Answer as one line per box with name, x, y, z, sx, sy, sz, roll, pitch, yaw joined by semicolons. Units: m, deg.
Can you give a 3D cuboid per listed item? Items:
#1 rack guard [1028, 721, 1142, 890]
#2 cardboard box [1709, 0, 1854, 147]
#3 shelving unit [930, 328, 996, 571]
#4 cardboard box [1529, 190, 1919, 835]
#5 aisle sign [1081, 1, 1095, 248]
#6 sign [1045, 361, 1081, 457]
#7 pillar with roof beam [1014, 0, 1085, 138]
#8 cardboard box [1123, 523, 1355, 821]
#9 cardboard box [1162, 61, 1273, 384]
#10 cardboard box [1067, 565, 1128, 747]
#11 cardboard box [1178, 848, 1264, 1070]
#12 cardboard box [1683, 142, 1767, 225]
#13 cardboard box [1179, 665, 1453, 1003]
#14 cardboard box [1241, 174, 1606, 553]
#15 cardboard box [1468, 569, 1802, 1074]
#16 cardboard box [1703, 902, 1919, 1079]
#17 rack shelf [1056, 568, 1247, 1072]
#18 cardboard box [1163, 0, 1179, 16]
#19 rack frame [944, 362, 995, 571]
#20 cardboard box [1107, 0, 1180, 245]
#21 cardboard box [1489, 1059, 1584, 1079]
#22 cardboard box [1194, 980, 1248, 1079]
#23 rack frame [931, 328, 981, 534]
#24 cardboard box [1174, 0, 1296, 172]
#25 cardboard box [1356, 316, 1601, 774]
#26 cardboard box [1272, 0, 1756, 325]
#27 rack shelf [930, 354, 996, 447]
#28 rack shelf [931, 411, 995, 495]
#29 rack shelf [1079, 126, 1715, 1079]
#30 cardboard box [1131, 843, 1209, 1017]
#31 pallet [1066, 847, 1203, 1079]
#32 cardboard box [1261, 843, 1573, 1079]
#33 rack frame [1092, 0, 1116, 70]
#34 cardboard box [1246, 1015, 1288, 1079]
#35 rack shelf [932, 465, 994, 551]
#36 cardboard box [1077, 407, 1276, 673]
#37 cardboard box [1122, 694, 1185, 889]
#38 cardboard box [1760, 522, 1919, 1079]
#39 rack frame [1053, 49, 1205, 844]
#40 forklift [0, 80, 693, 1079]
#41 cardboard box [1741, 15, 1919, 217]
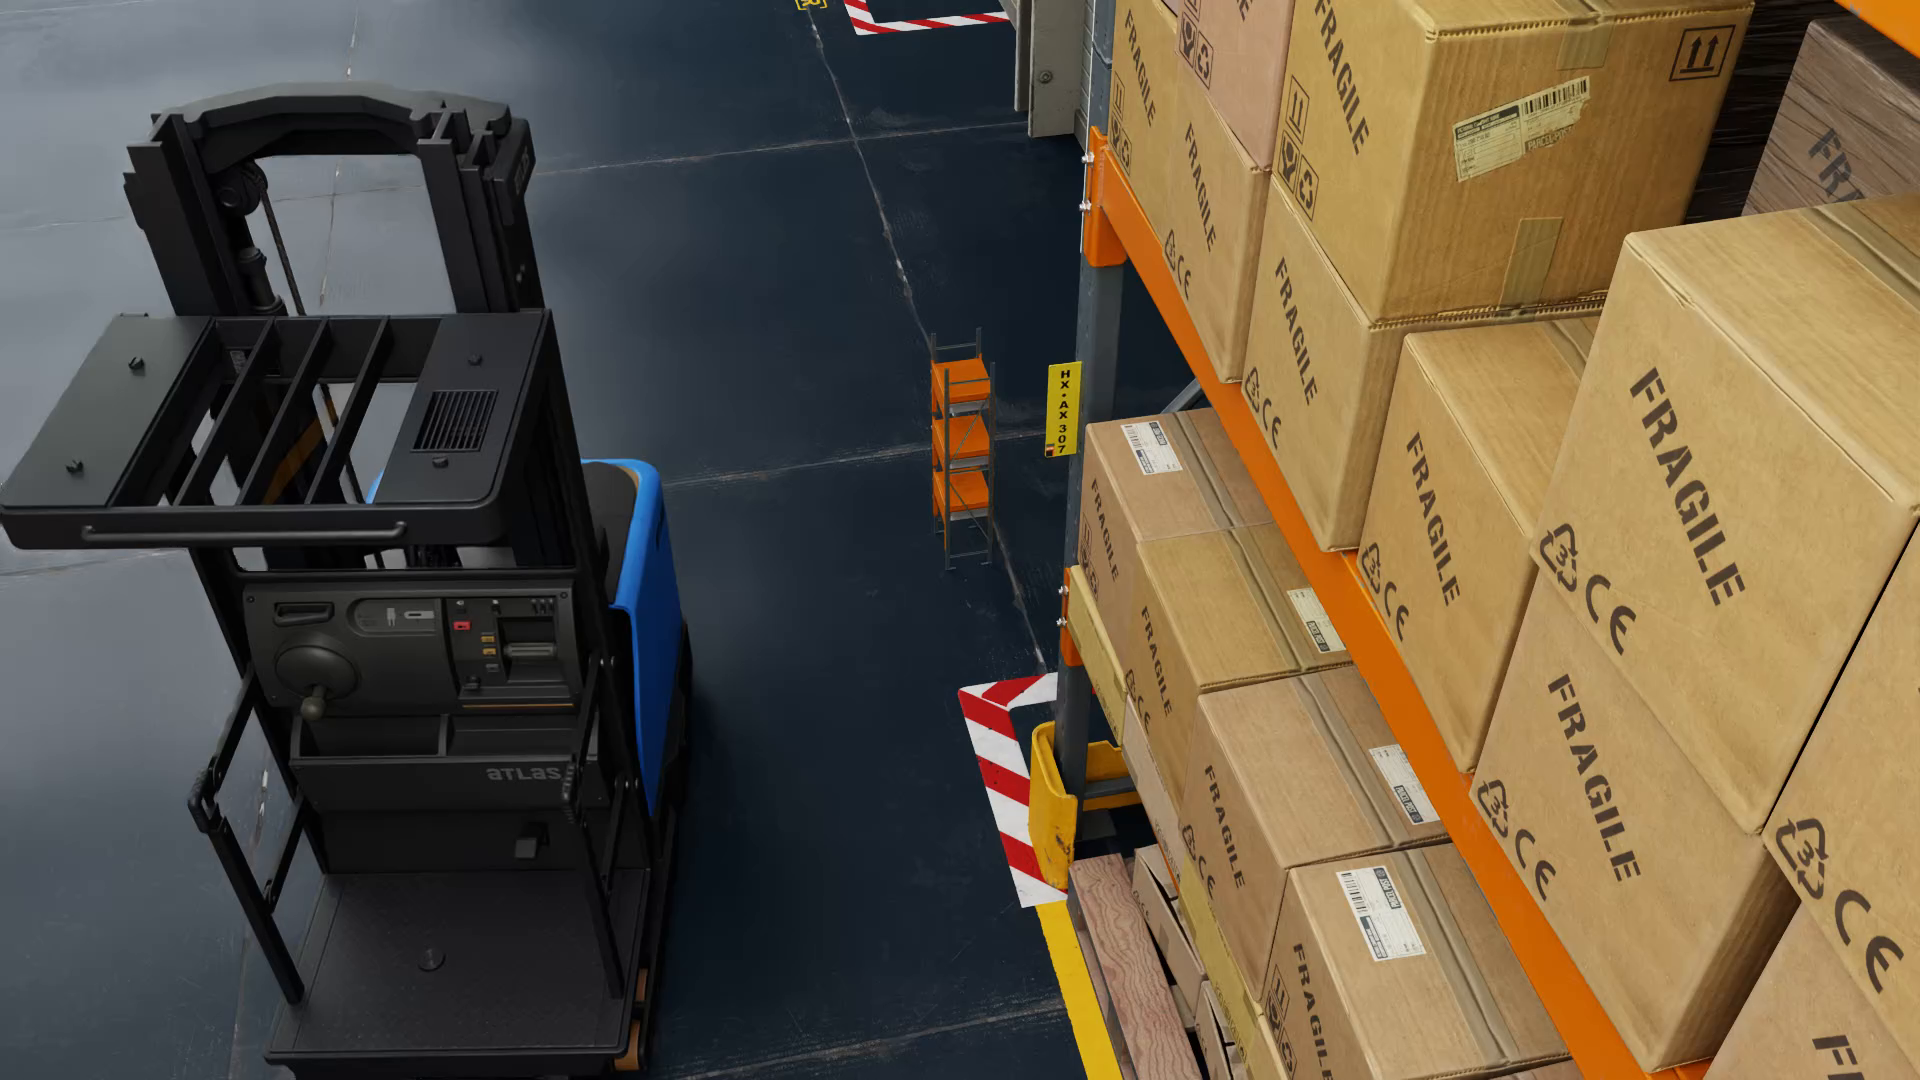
rack guard;0.844;0.859;5.906;1.175;0.500;0.348;-8;42;-9
cardboard box;1.304;-1.072;3.095;0.500;0.500;0.500;-6;42;-7
shelving unit;0.012;-0.358;6.862;0.215;1.050;0.252;-8;42;-9
cardboard box;1.066;-0.050;1.943;0.500;0.500;0.500;-10;43;-11
aisle sign;0.519;-1.101;4.273;0.394;0.787;0.004;-8;42;-9
sign;0.298;-0.371;4.756;0.100;0.325;0.005;-8;42;-9
pillar with roof beam;-3.675;-5.311;6.455;9.100;9.000;0.400;-8;42;-9
cardboard box;0.734;0.317;4.166;0.500;0.500;0.500;-8;42;-9
cardboard box;0.737;-0.686;3.413;0.500;0.500;0.500;-6;42;-6
cardboard box;0.623;0.285;4.767;0.500;0.250;0.500;-9;42;-11
cardboard box;0.853;0.951;4.017;0.500;0.250;0.500;-9;42;-10
cardboard box;1.394;-0.406;3.098;0.500;0.500;0.500;-10;43;-11
cardboard box;0.839;0.653;3.788;0.500;0.500;0.500;-10;42;-11
cardboard box;0.853;-0.350;3.035;0.500;0.500;0.500;-7;42;-7
cardboard box;1.087;0.326;2.274;0.500;0.500;0.500;-10;43;-11
cardboard box;1.244;0.679;1.875;0.500;0.500;0.500;-12;43;-13
rack shelf;1.259;1.440;3.910;1.077;0.370;4.000;-8;42;-9
cardboard box;0.674;-1.381;3.443;0.500;0.500;0.500;-11;43;-12
rack frame;0.038;-0.279;6.773;0.200;1.050;0.008;-8;42;-9
cardboard box;0.656;-1.039;3.811;0.500;0.500;0.500;-7;42;-8
cardboard box;1.075;1.323;3.033;0.500;0.500;0.500;-9;42;-11
cardboard box;1.012;1.547;4.942;0.500;0.311;0.500;-5;42;-6
rack frame;-0.015;-0.437;6.951;0.200;1.050;0.008;-8;42;-9
cardboard box;0.732;-1.049;3.069;0.500;0.500;0.500;-9;42;-10
cardboard box;0.989;-0.006;2.647;0.500;0.500;0.500;-6;42;-7
cardboard box;0.854;-0.718;2.697;0.500;0.500;0.500;-7;42;-8
rack shelf;0.012;-0.562;6.681;0.215;0.259;0.240;-8;42;-9
rack shelf;0.012;-0.350;6.869;0.215;0.259;0.240;-8;42;-9
rack shelf;1.259;0.319;2.914;1.077;0.370;4.000;-8;42;-9
cardboard box;0.889;1.177;5.358;0.500;0.311;0.500;-13;43;-14
pallet;0.985;1.499;5.403;1.003;0.211;1.213;-8;42;-9
cardboard box;0.962;0.986;3.413;0.500;0.500;0.500;-7;42;-8
rack frame;0.827;-2.369;3.140;1.000;3.000;0.127;-8;42;-9
cardboard box;0.960;1.279;3.648;0.500;0.250;0.500;-8;42;-9
rack shelf;0.012;-0.142;7.054;0.215;0.259;0.240;-8;42;-9
cardboard box;0.637;-0.004;4.529;0.500;0.500;0.500;-8;42;-9
cardboard box;0.749;0.620;4.390;0.500;0.250;0.500;-10;42;-11
cardboard box;1.189;0.286;1.566;0.500;0.500;0.500;-6;42;-7
rack frame;0.827;-0.125;5.131;1.000;3.000;0.127;-8;42;-9
forklift;-1.556;0.397;4.595;1.130;2.935;3.031;-1;42;-1
cardboard box;1.490;-0.422;2.363;0.500;0.500;0.500;-8;42;-9
